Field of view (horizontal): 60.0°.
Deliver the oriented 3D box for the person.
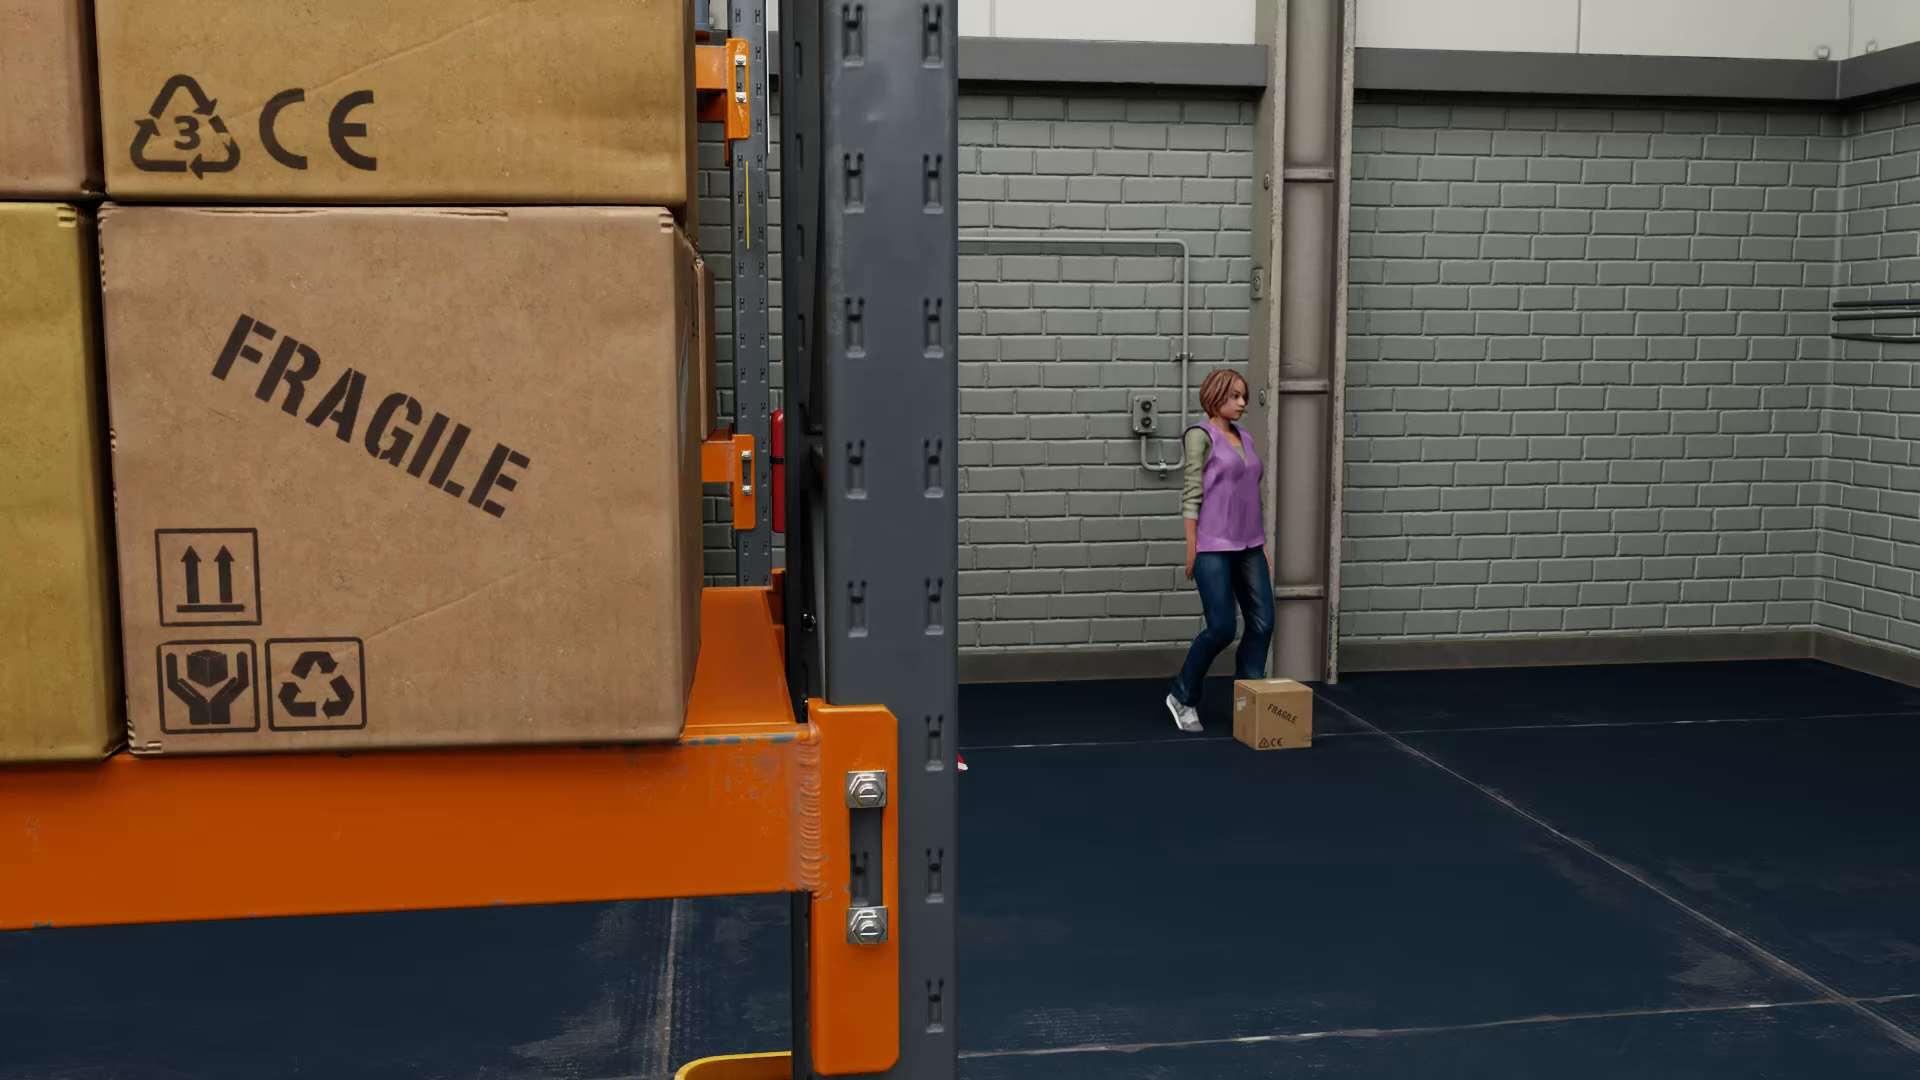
[{"bbox_3d":[1.177,0.081,7.156,0.421,1.629,0.567,-5,8,-36],"label":"person"}]
